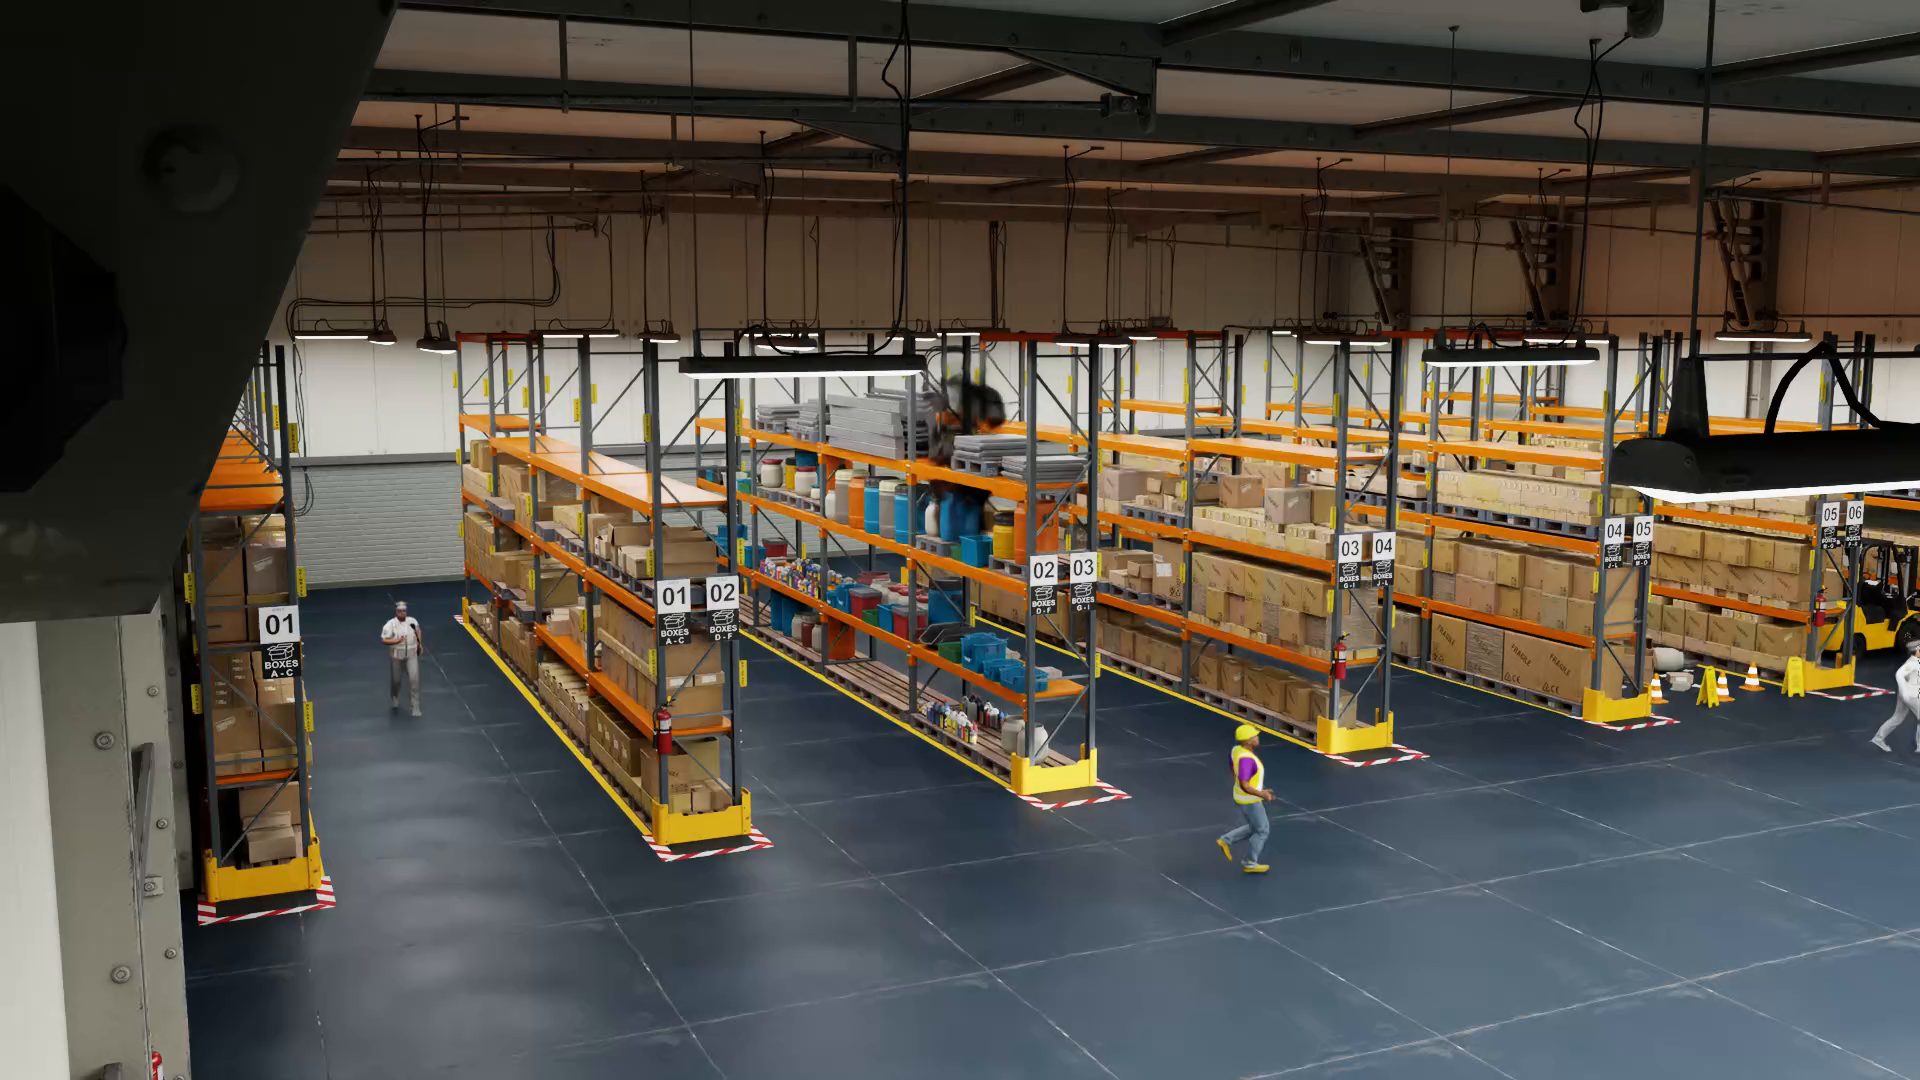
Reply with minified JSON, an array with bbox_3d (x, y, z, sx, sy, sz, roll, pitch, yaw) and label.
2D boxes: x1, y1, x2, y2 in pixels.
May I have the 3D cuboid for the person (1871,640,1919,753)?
[{"bbox_3d":[13.611,2.277,23.870,0.849,1.738,0.581,2,8,18],"label":"person"}]

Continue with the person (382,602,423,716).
[{"bbox_3d":[-8.890,1.863,26.565,0.656,1.777,0.964,-4,9,-30],"label":"person"}]

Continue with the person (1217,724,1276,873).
[{"bbox_3d":[3.249,2.941,18.918,0.609,1.717,0.688,0,8,0],"label":"person"}]
